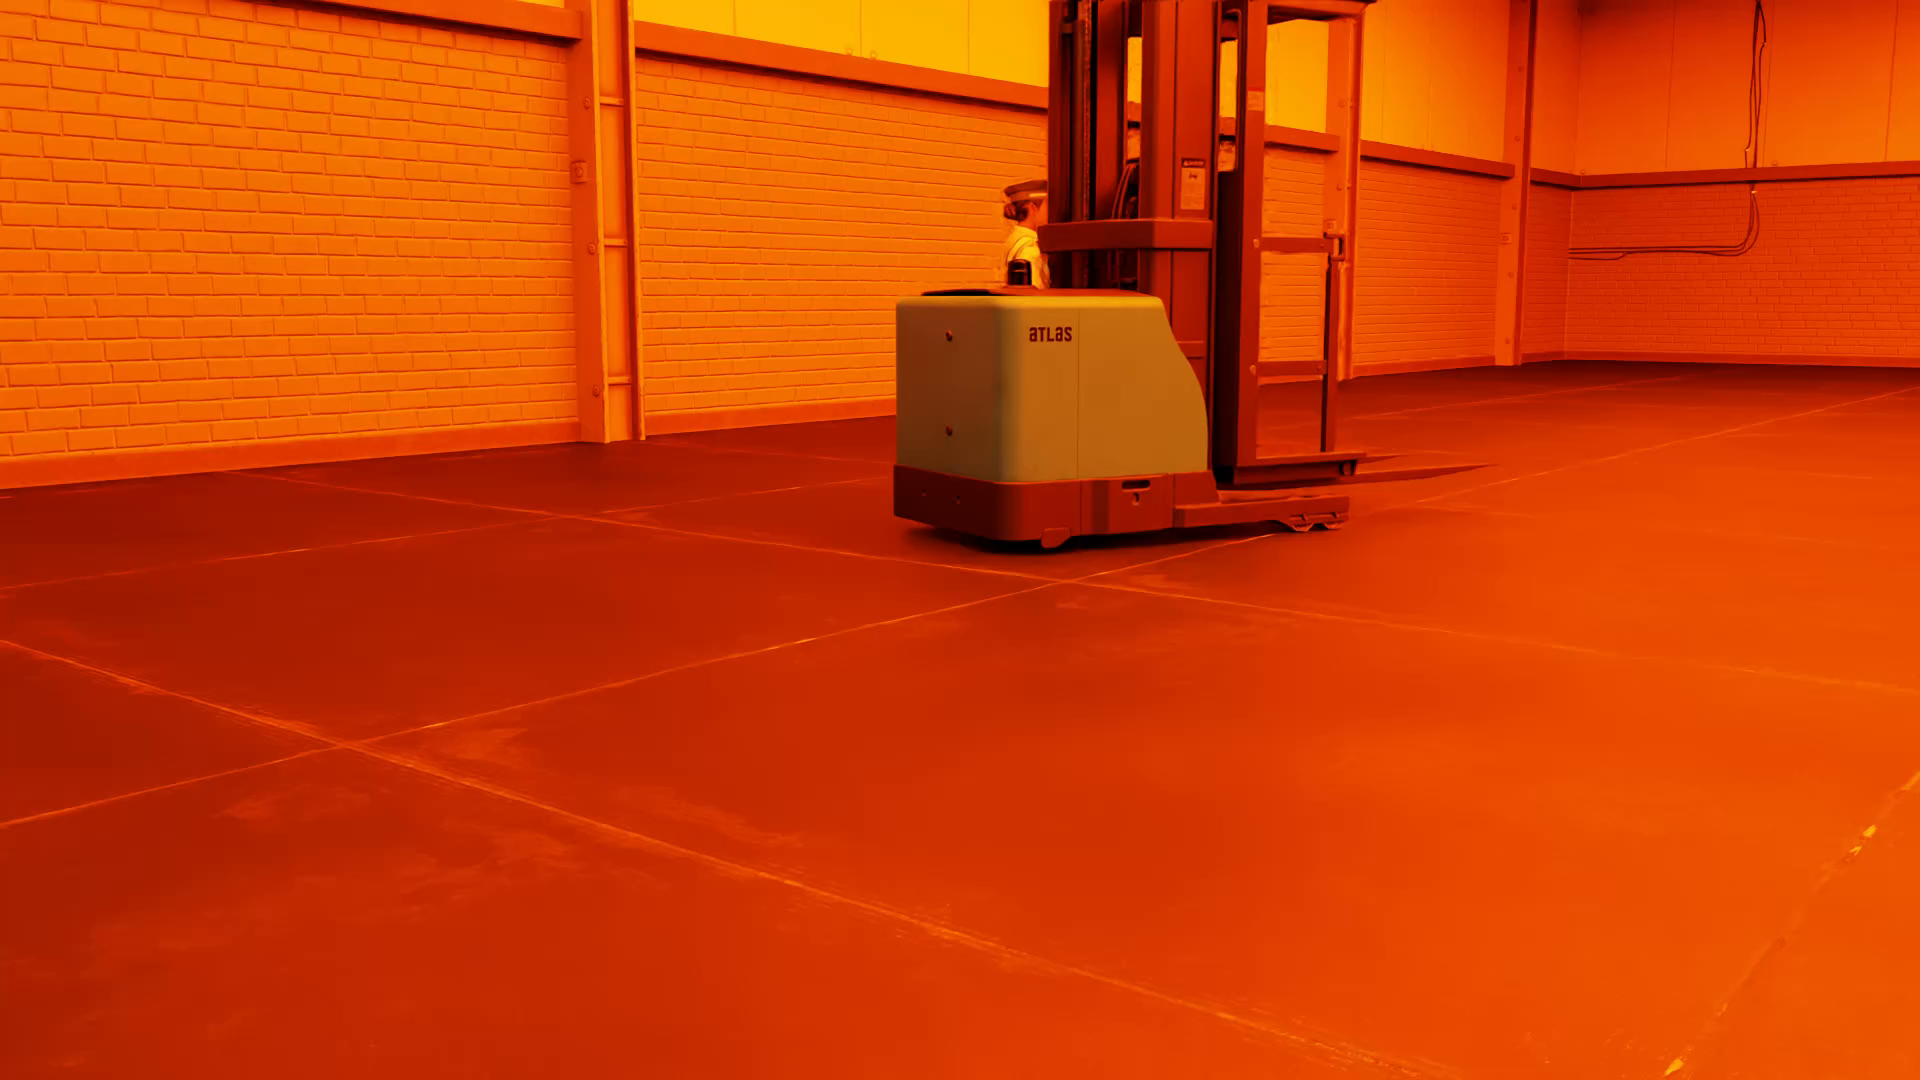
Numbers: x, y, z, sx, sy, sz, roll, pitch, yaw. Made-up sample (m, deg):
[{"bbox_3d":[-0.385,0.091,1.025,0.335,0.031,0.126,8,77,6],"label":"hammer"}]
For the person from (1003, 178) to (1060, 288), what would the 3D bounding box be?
[{"bbox_3d":[0.501,-0.989,7.991,0.658,1.476,0.688,1,8,4],"label":"person"}]

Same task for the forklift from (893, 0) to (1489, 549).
[{"bbox_3d":[1.227,-1.545,7.839,3.031,2.935,1.130,-5,10,-30],"label":"forklift"}]
